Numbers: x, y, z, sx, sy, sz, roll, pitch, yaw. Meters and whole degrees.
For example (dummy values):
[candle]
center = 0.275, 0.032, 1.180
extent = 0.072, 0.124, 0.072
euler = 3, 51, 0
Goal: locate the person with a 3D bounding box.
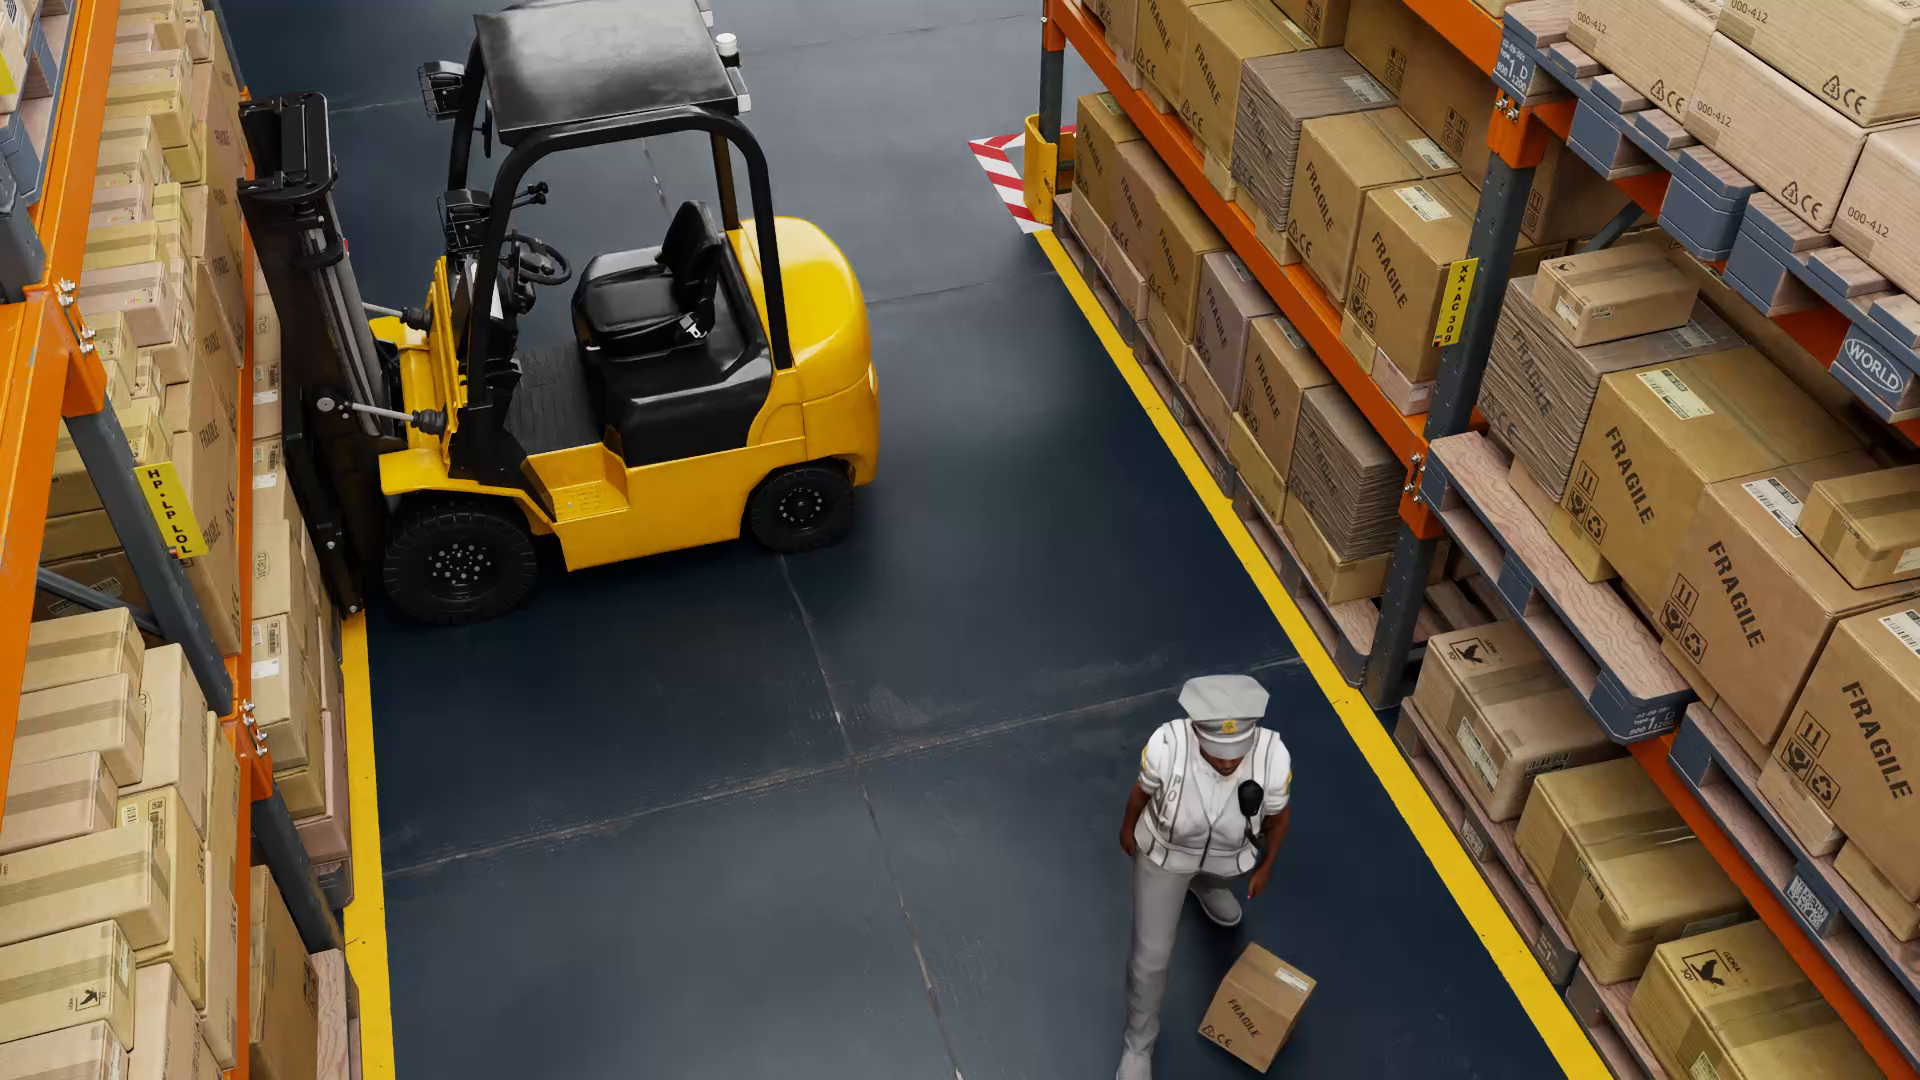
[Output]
[person]
center = 0.746, 0.935, 5.160
extent = 0.488, 1.614, 0.946
euler = 1, 43, 1
